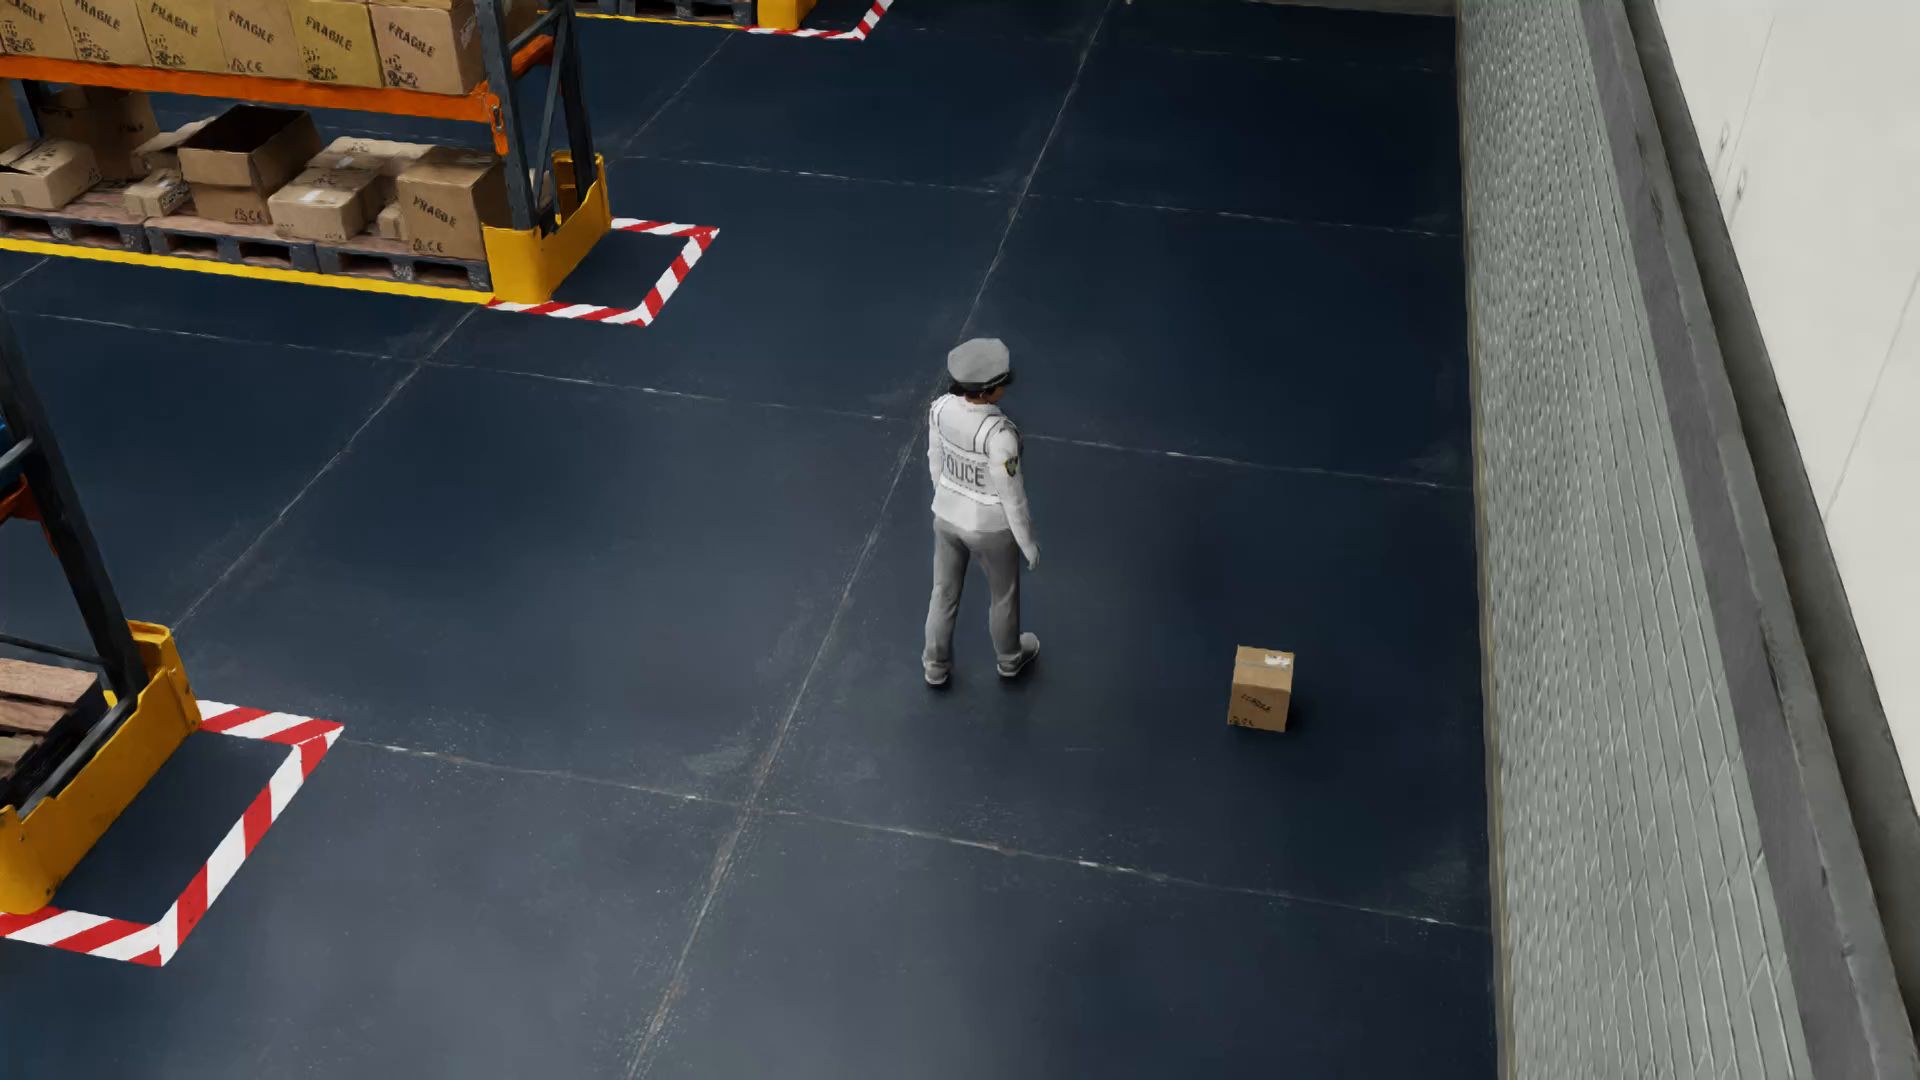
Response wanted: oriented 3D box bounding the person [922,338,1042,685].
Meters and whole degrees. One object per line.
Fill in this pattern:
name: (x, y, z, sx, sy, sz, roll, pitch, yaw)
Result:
person: (0.113, -0.097, 7.044, 0.569, 1.673, 0.532, 26, 44, 30)
